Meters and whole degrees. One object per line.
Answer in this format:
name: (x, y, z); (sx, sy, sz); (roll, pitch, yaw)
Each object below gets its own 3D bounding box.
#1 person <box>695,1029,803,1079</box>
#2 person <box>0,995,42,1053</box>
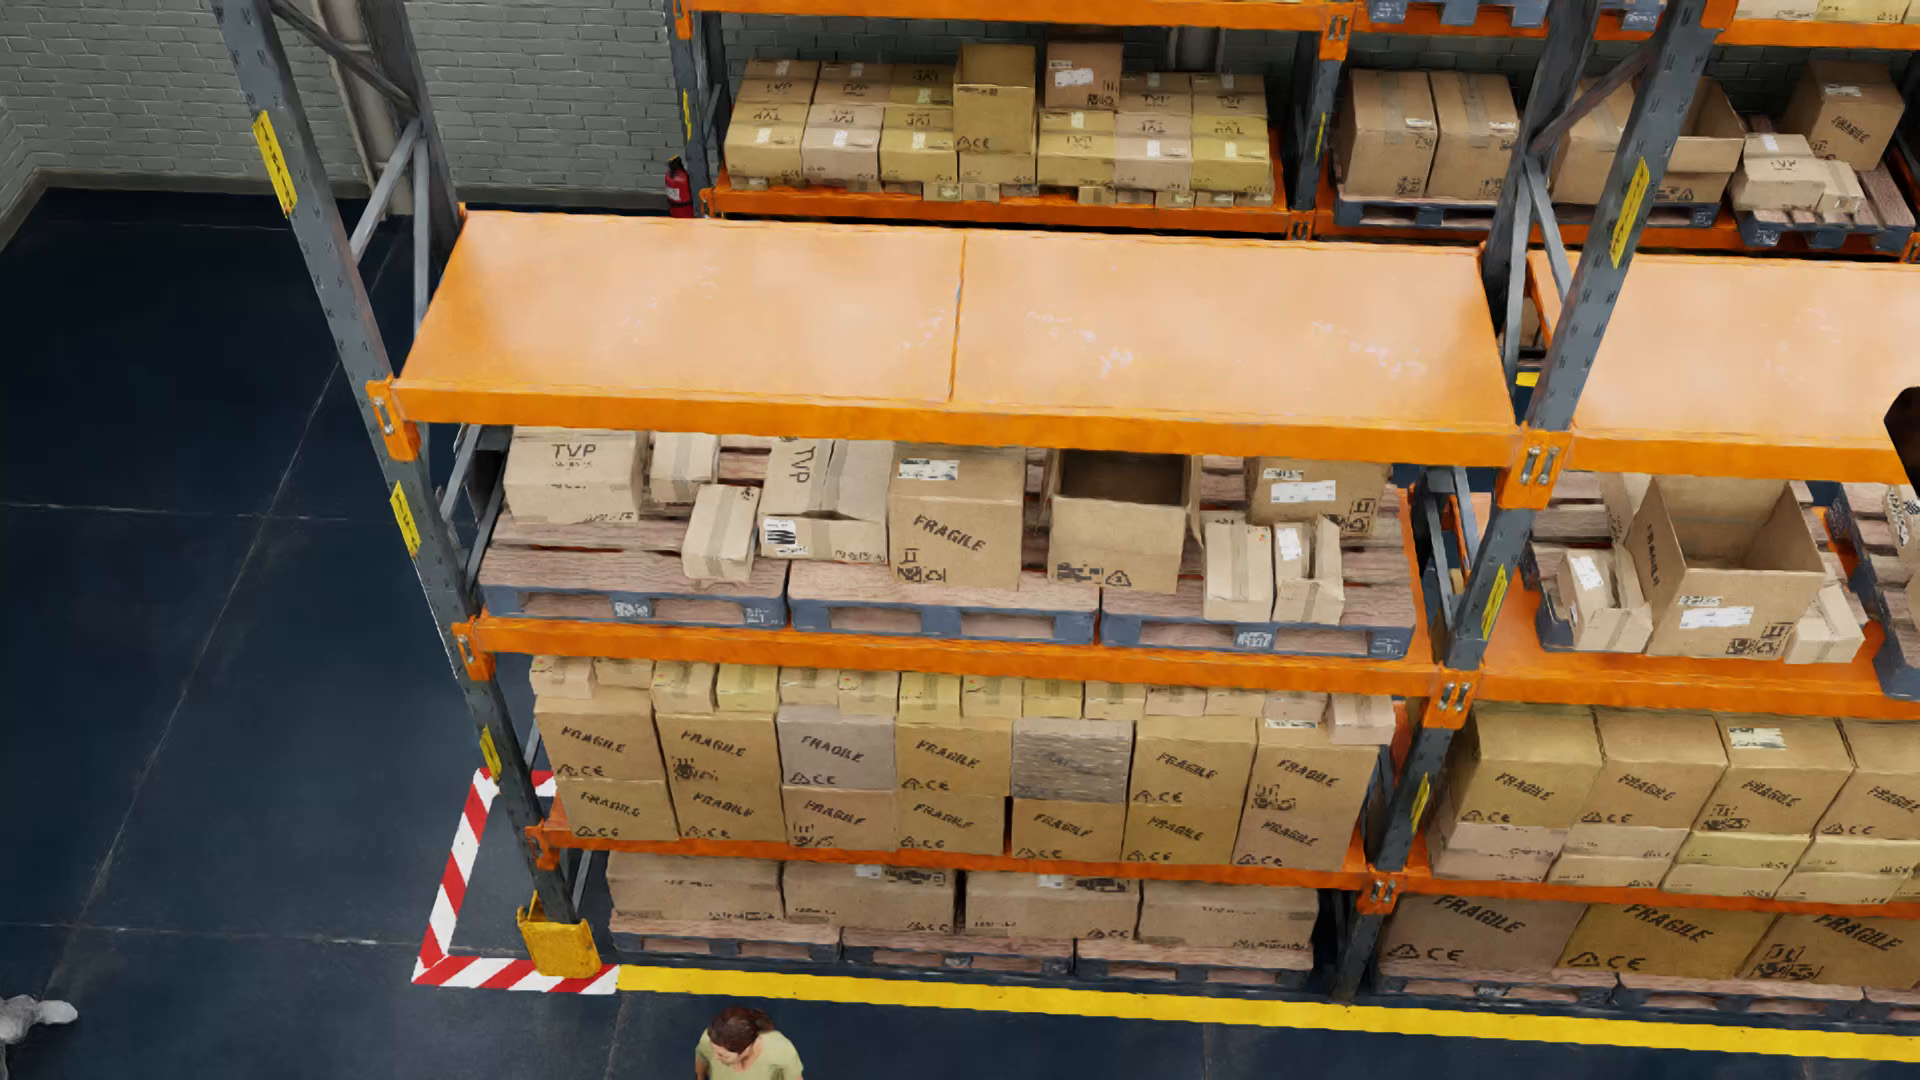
person: (-0.903, 2.493, 7.474); (0.469, 1.354, 0.486); (1, 48, 1)
person: (-4.763, 2.036, 7.660); (0.507, 1.709, 0.448); (-21, 51, -18)
